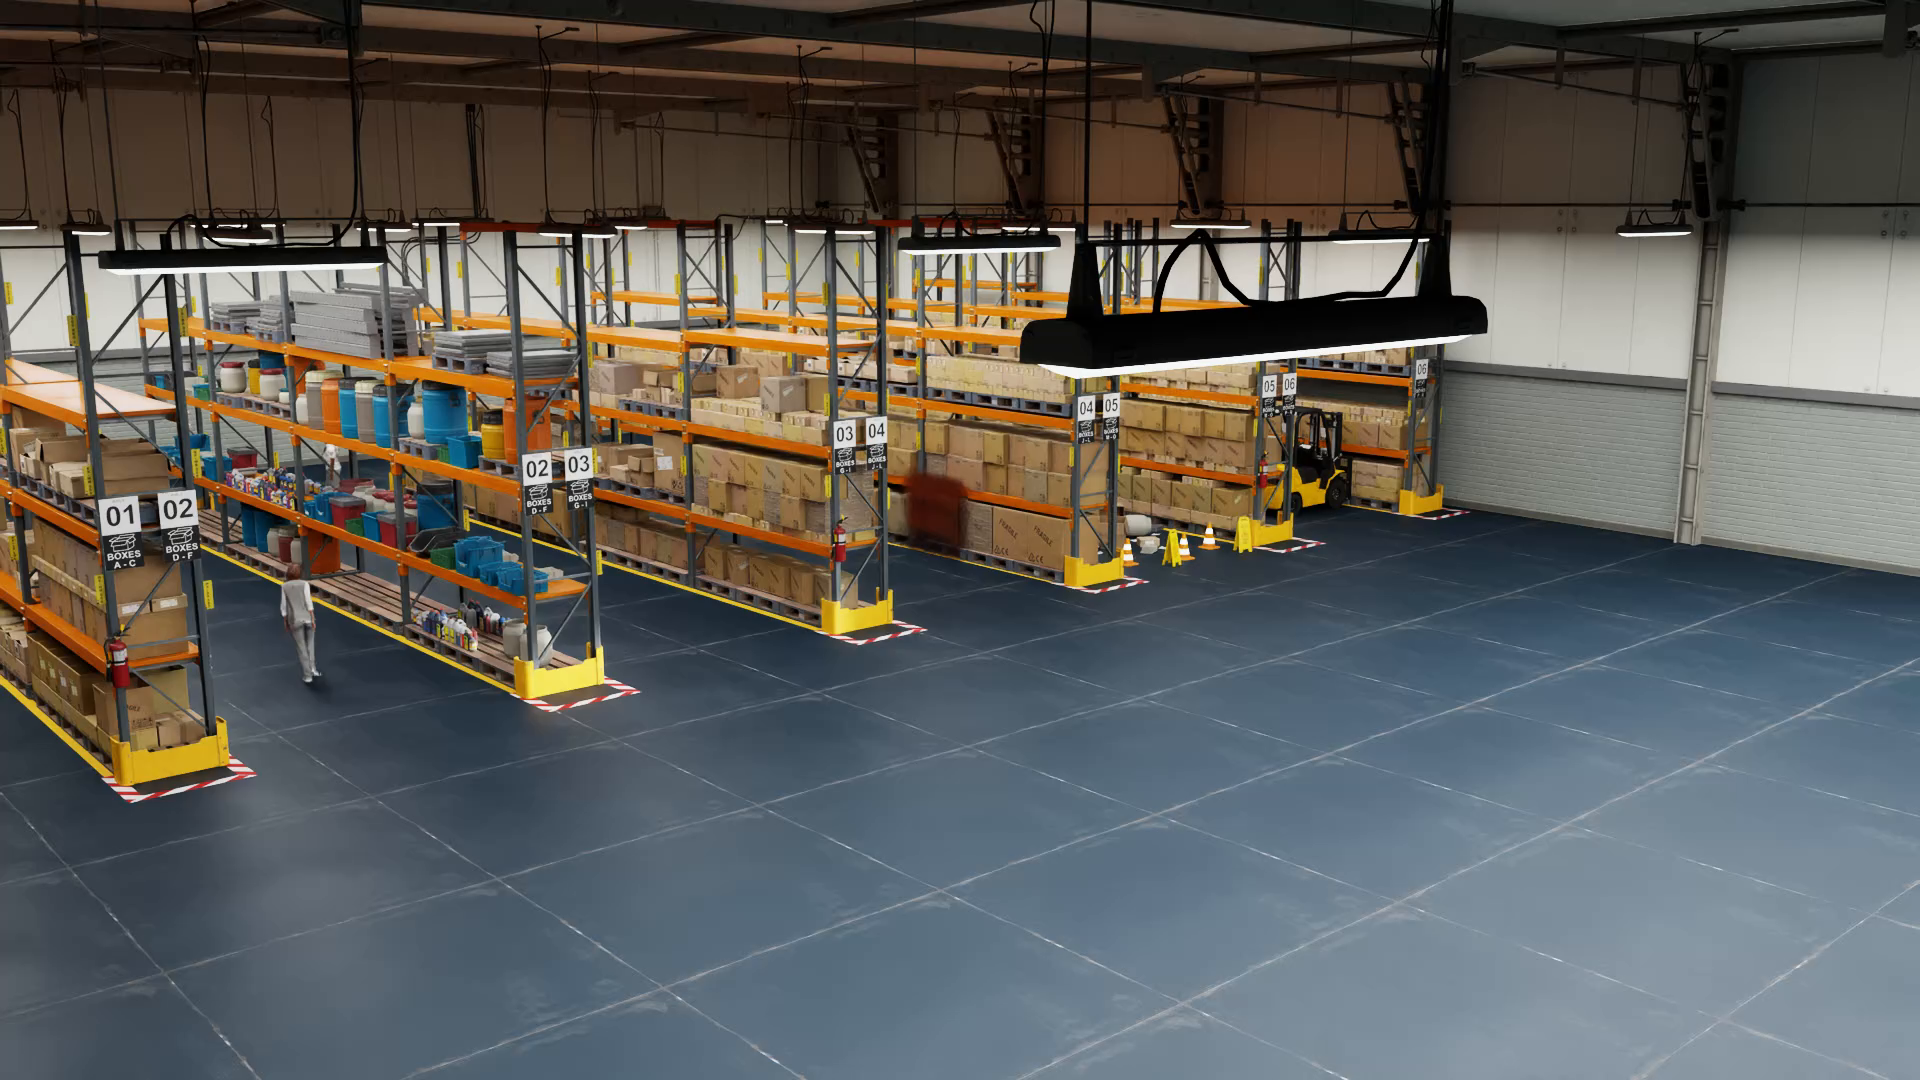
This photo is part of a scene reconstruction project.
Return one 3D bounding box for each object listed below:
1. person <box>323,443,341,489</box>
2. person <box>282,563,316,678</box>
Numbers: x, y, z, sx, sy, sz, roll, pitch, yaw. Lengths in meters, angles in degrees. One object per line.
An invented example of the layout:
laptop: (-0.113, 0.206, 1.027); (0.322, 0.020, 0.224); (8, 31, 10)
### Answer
person: (-13.122, -1.451, 34.857); (0.756, 1.664, 0.473); (-3, 12, -14)
person: (-8.841, 1.075, 22.289); (0.396, 1.497, 0.512); (-7, 13, -31)
